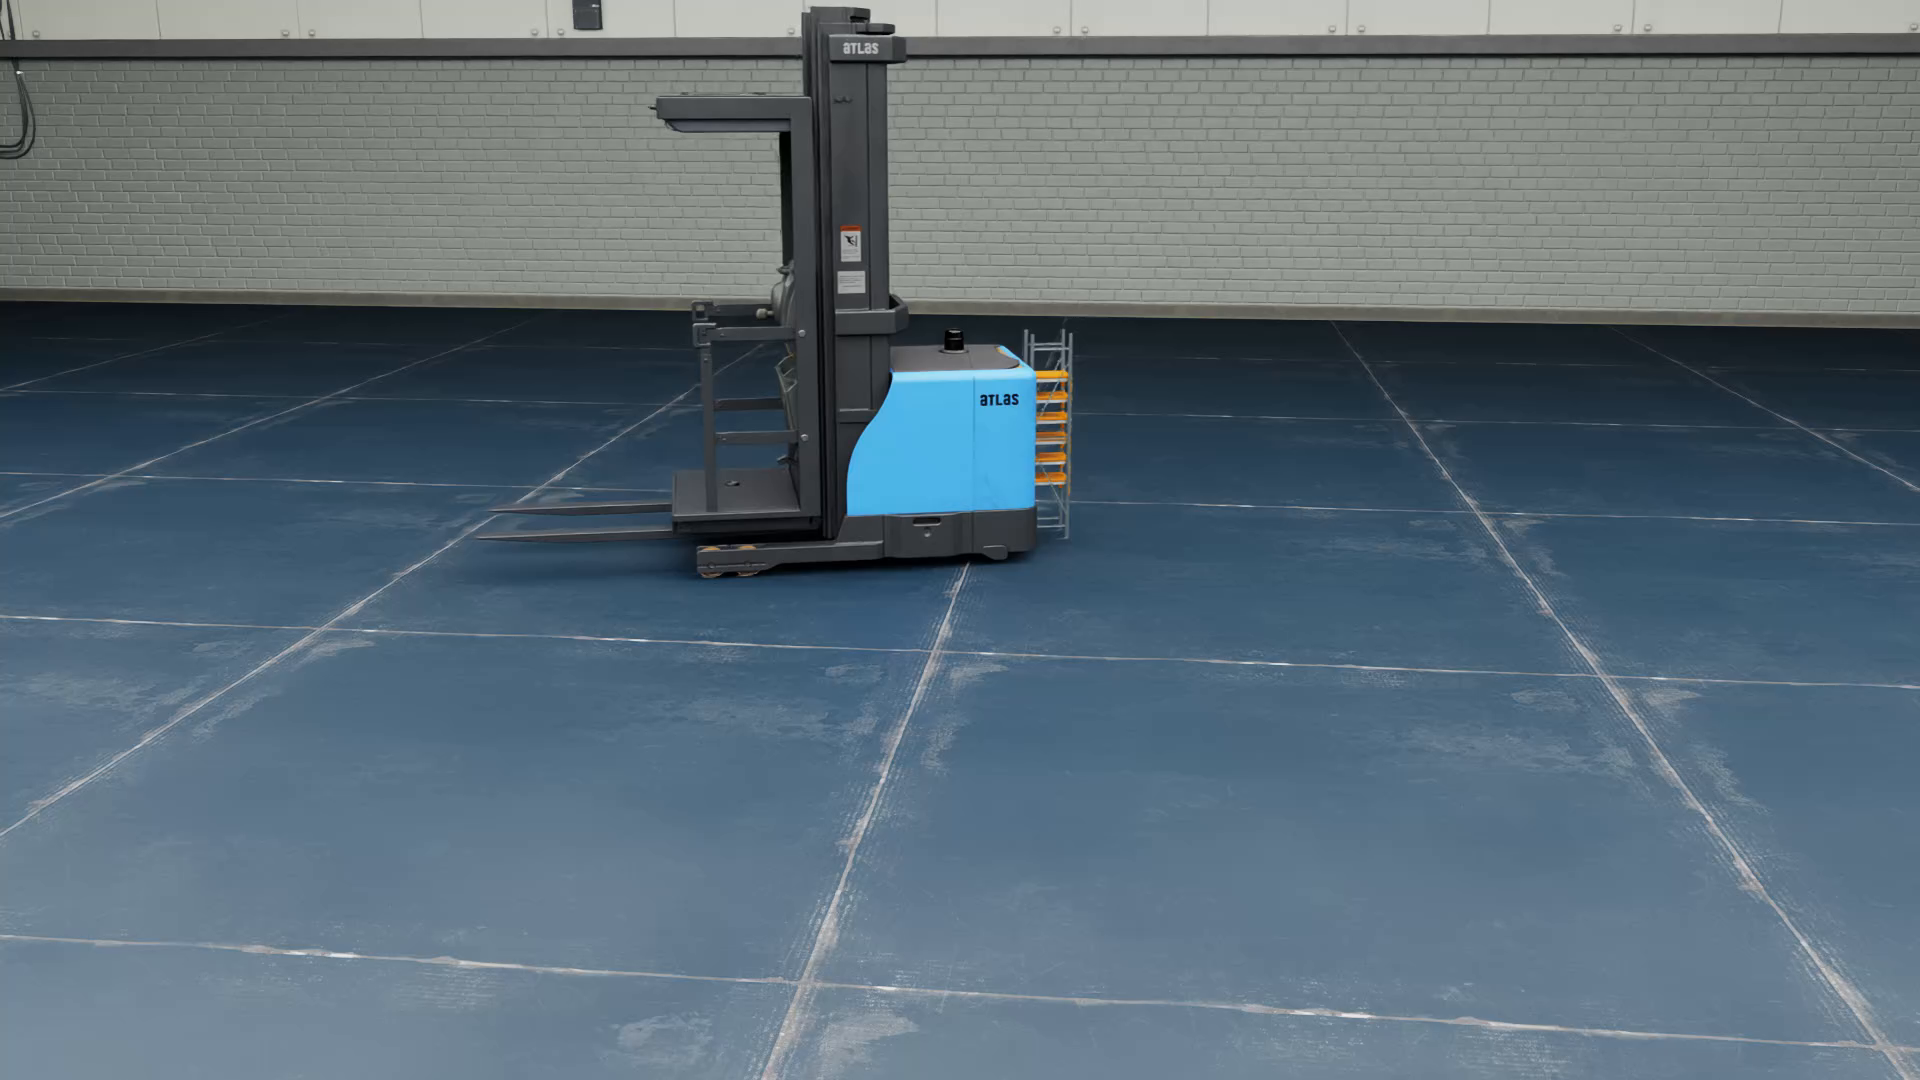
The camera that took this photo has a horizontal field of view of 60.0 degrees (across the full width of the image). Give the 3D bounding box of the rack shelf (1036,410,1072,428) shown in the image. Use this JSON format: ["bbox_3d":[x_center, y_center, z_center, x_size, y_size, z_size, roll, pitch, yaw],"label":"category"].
[{"bbox_3d":[0.500,-0.677,9.575,0.258,0.103,0.180,-2,15,-9],"label":"rack shelf"}]

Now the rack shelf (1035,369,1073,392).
[{"bbox_3d":[0.500,-0.908,9.513,0.258,0.103,0.180,-2,15,-9],"label":"rack shelf"}]

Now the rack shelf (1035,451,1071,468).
[{"bbox_3d":[0.499,-0.445,9.638,0.258,0.103,0.180,-2,15,-9],"label":"rack shelf"}]

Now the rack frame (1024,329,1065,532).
[{"bbox_3d":[0.485,-0.627,9.682,0.240,1.200,0.006,-2,15,-9],"label":"rack frame"}]

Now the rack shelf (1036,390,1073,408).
[{"bbox_3d":[0.500,-0.792,9.544,0.258,0.103,0.180,-2,15,-9],"label":"rack shelf"}]

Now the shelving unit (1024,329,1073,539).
[{"bbox_3d":[0.500,-0.604,9.595,0.258,1.200,0.189,-2,15,-9],"label":"shelving unit"}]

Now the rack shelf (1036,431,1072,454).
[{"bbox_3d":[0.500,-0.561,9.606,0.258,0.103,0.180,-2,15,-9],"label":"rack shelf"}]

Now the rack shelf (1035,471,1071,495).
[{"bbox_3d":[0.499,-0.329,9.669,0.258,0.103,0.180,-2,15,-9],"label":"rack shelf"}]

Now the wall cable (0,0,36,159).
[{"bbox_3d":[-12.679,-5.837,19.956,3.097,2.526,0.112,2,15,6],"label":"wall cable"}]

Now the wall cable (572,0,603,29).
[{"bbox_3d":[-3.248,-8.693,18.057,2.305,6.003,0.169,2,15,6],"label":"wall cable"}]

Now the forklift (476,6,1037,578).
[{"bbox_3d":[-1.136,-1.359,9.072,3.031,2.935,1.130,-2,15,-9],"label":"forklift"}]

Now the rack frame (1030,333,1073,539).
[{"bbox_3d":[0.514,-0.580,9.508,0.240,1.200,0.006,-2,15,-9],"label":"rack frame"}]
